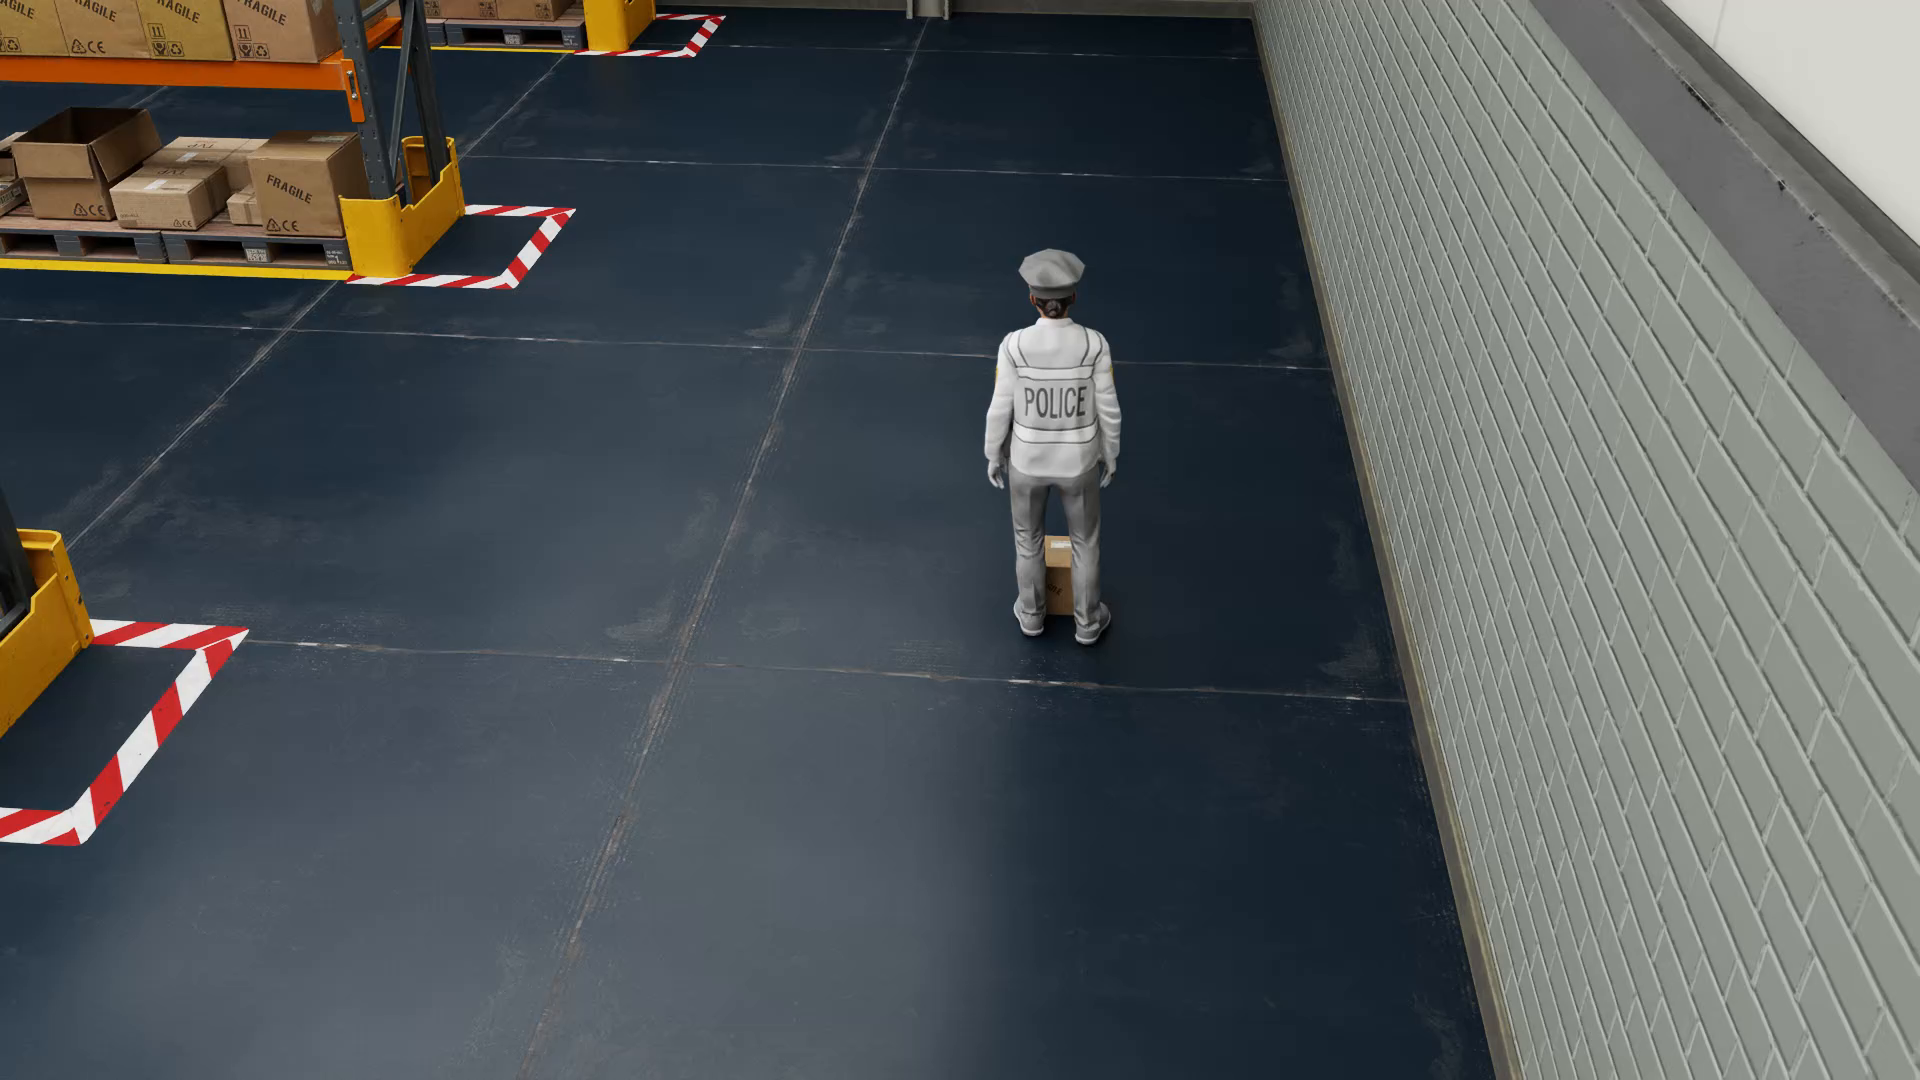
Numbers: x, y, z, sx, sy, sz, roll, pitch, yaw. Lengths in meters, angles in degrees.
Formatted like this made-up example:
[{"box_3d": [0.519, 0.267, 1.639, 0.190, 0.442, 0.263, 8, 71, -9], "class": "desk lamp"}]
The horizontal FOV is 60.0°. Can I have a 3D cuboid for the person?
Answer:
[{"box_3d": [0.371, -0.330, 6.655, 0.547, 1.666, 0.411, 1, 32, 1], "class": "person"}]
